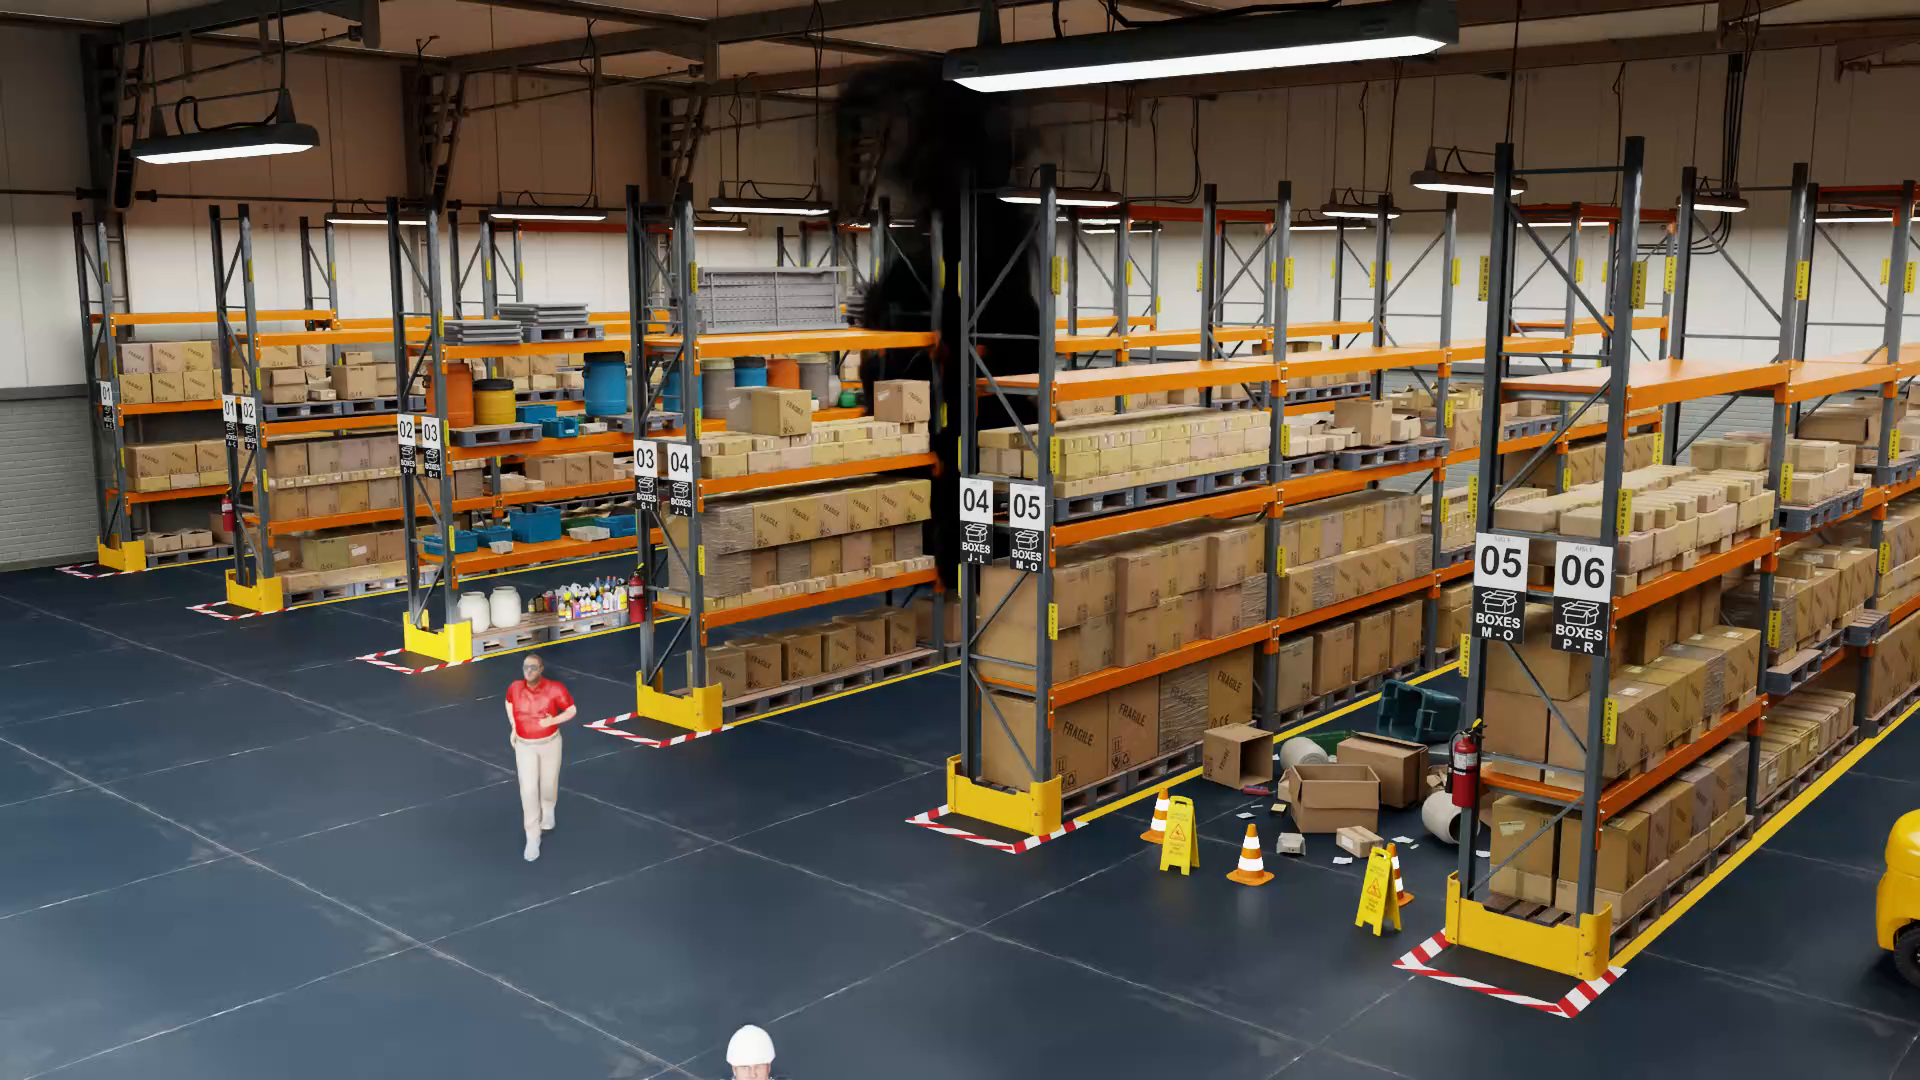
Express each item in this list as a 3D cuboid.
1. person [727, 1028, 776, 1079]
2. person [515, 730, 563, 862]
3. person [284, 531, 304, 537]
[{"bbox_3d":[-0.969,3.057,7.695,0.447,1.725,0.452,-2,10,-12],"label":"person"},{"bbox_3d":[-3.747,2.237,14.873,0.410,1.032,0.914,-1,10,-7],"label":"person"},{"bbox_3d":[-11.052,-0.206,27.775,0.697,1.565,0.996,6,11,30],"label":"person"}]
